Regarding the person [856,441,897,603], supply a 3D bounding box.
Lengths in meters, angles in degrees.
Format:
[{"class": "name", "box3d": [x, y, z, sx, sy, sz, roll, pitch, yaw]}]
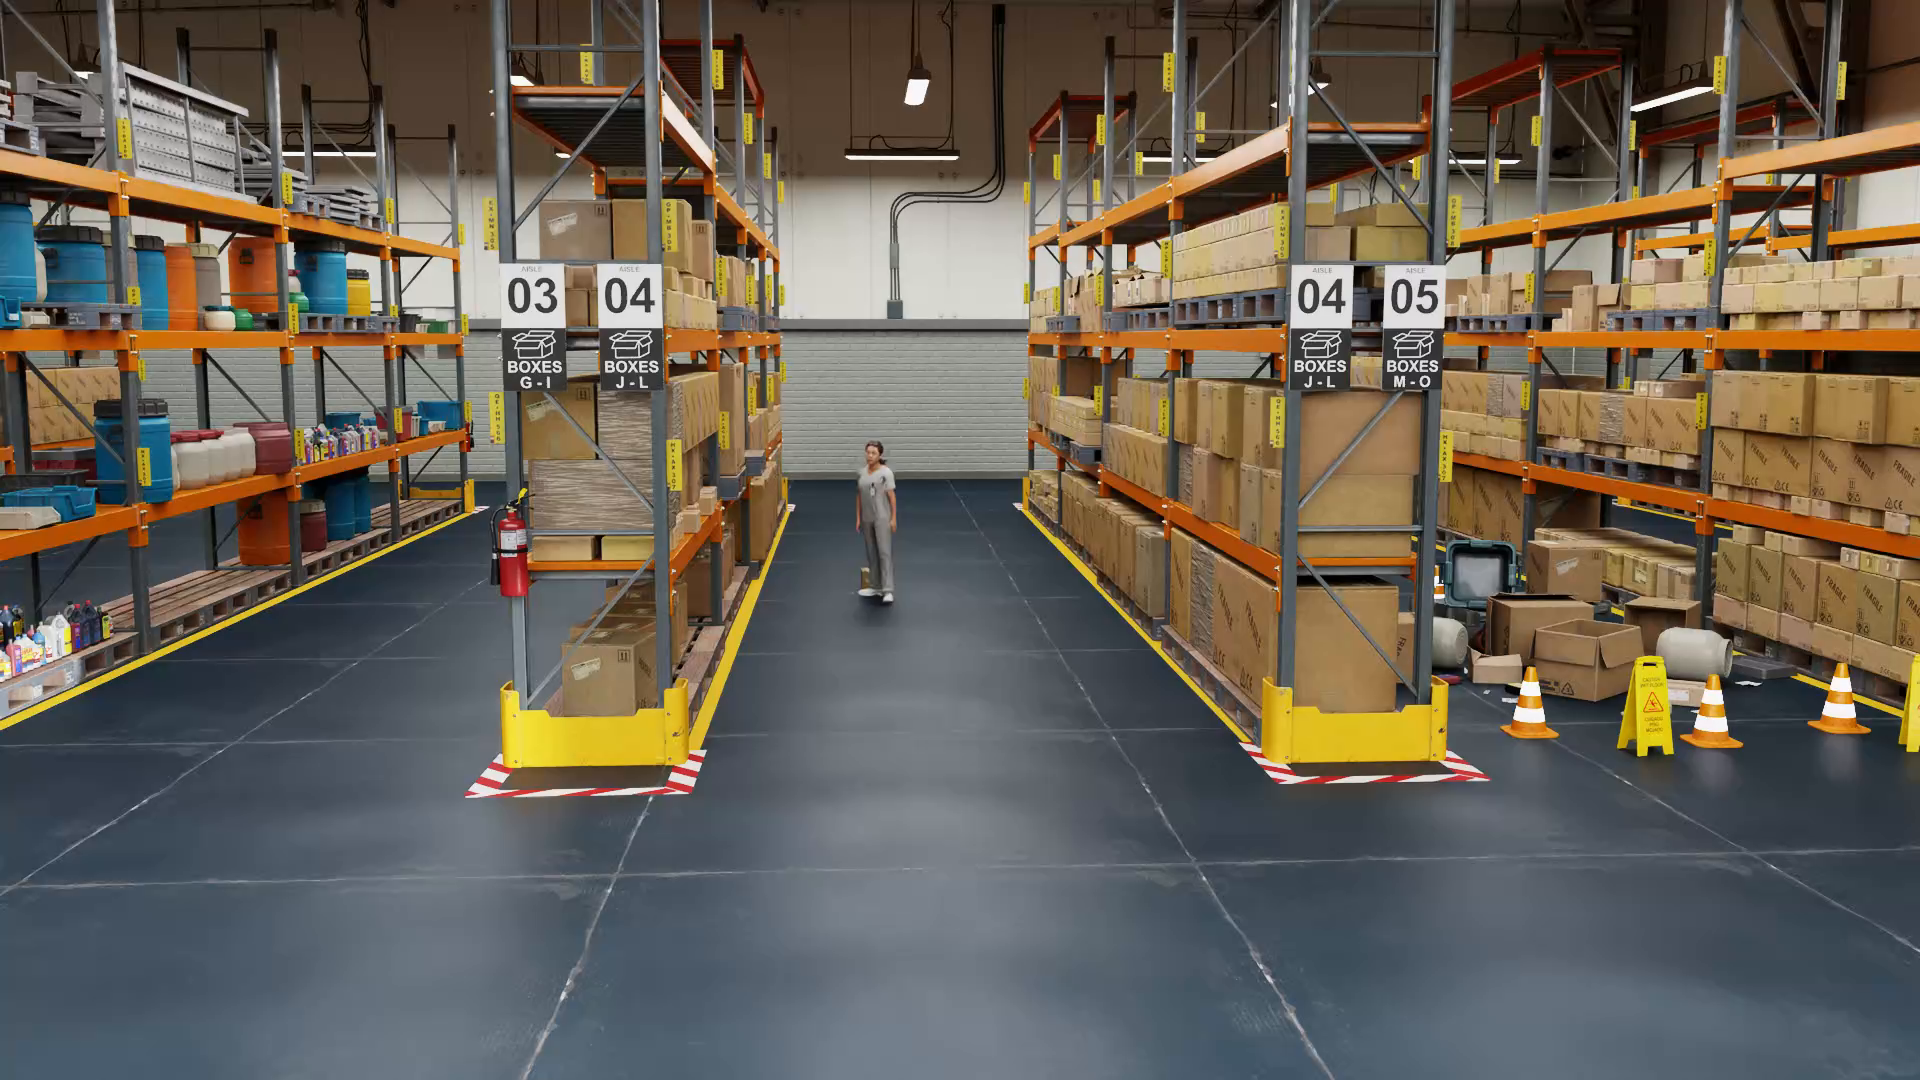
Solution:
[{"class": "person", "box3d": [-0.851, -0.201, 17.261, 0.681, 1.659, 0.581, 5, 8, 35]}]
